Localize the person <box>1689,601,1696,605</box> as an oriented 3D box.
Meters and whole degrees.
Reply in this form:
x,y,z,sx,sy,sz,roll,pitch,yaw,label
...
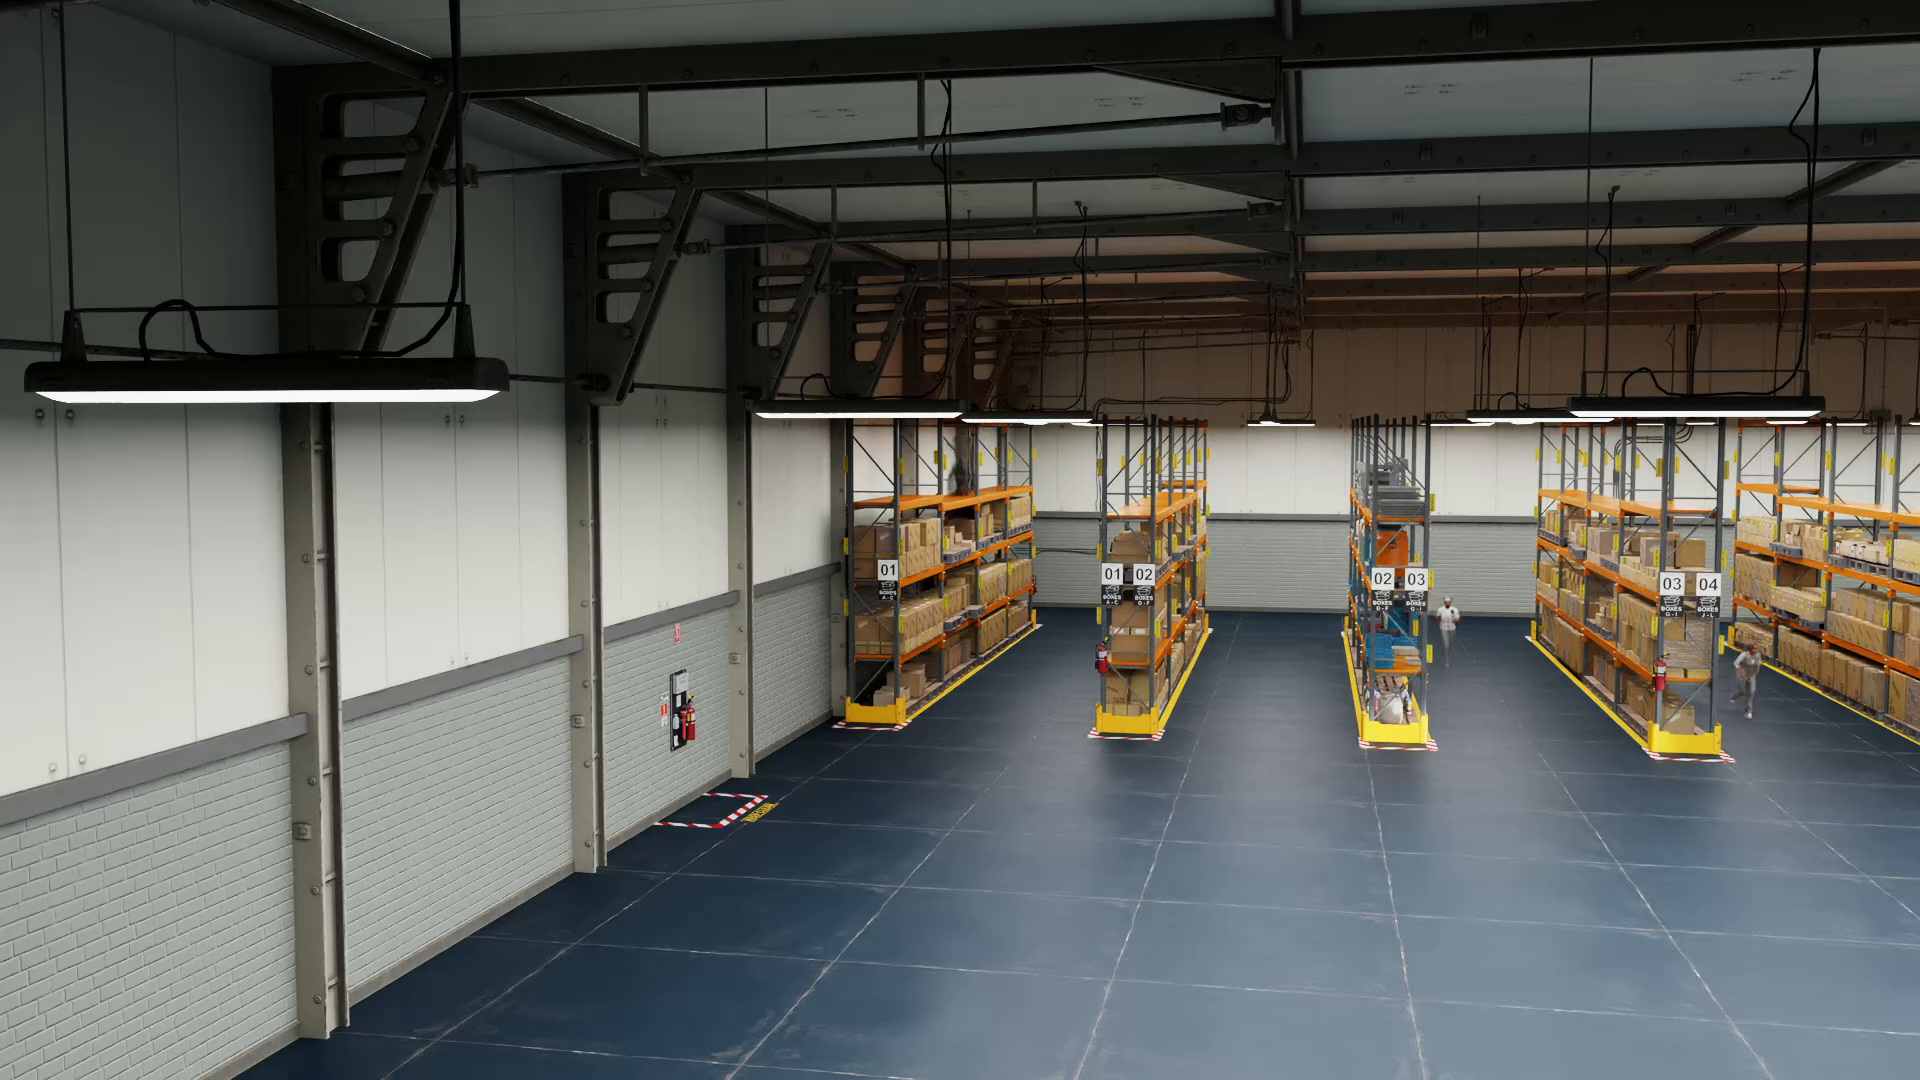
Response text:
x,y,z,sx,sy,sz,roll,pitch,yaw,label
19.267,2.015,43.639,0.507,1.648,0.728,1,4,9,person

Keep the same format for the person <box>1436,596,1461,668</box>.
x,y,z,sx,sy,sz,roll,pitch,yaw,label
11.816,2.200,40.224,0.565,1.721,0.852,1,4,9,person

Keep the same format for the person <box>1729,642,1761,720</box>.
x,y,z,sx,sy,sz,roll,pitch,yaw,label
15.666,2.765,33.236,0.559,1.549,0.895,0,4,-7,person
